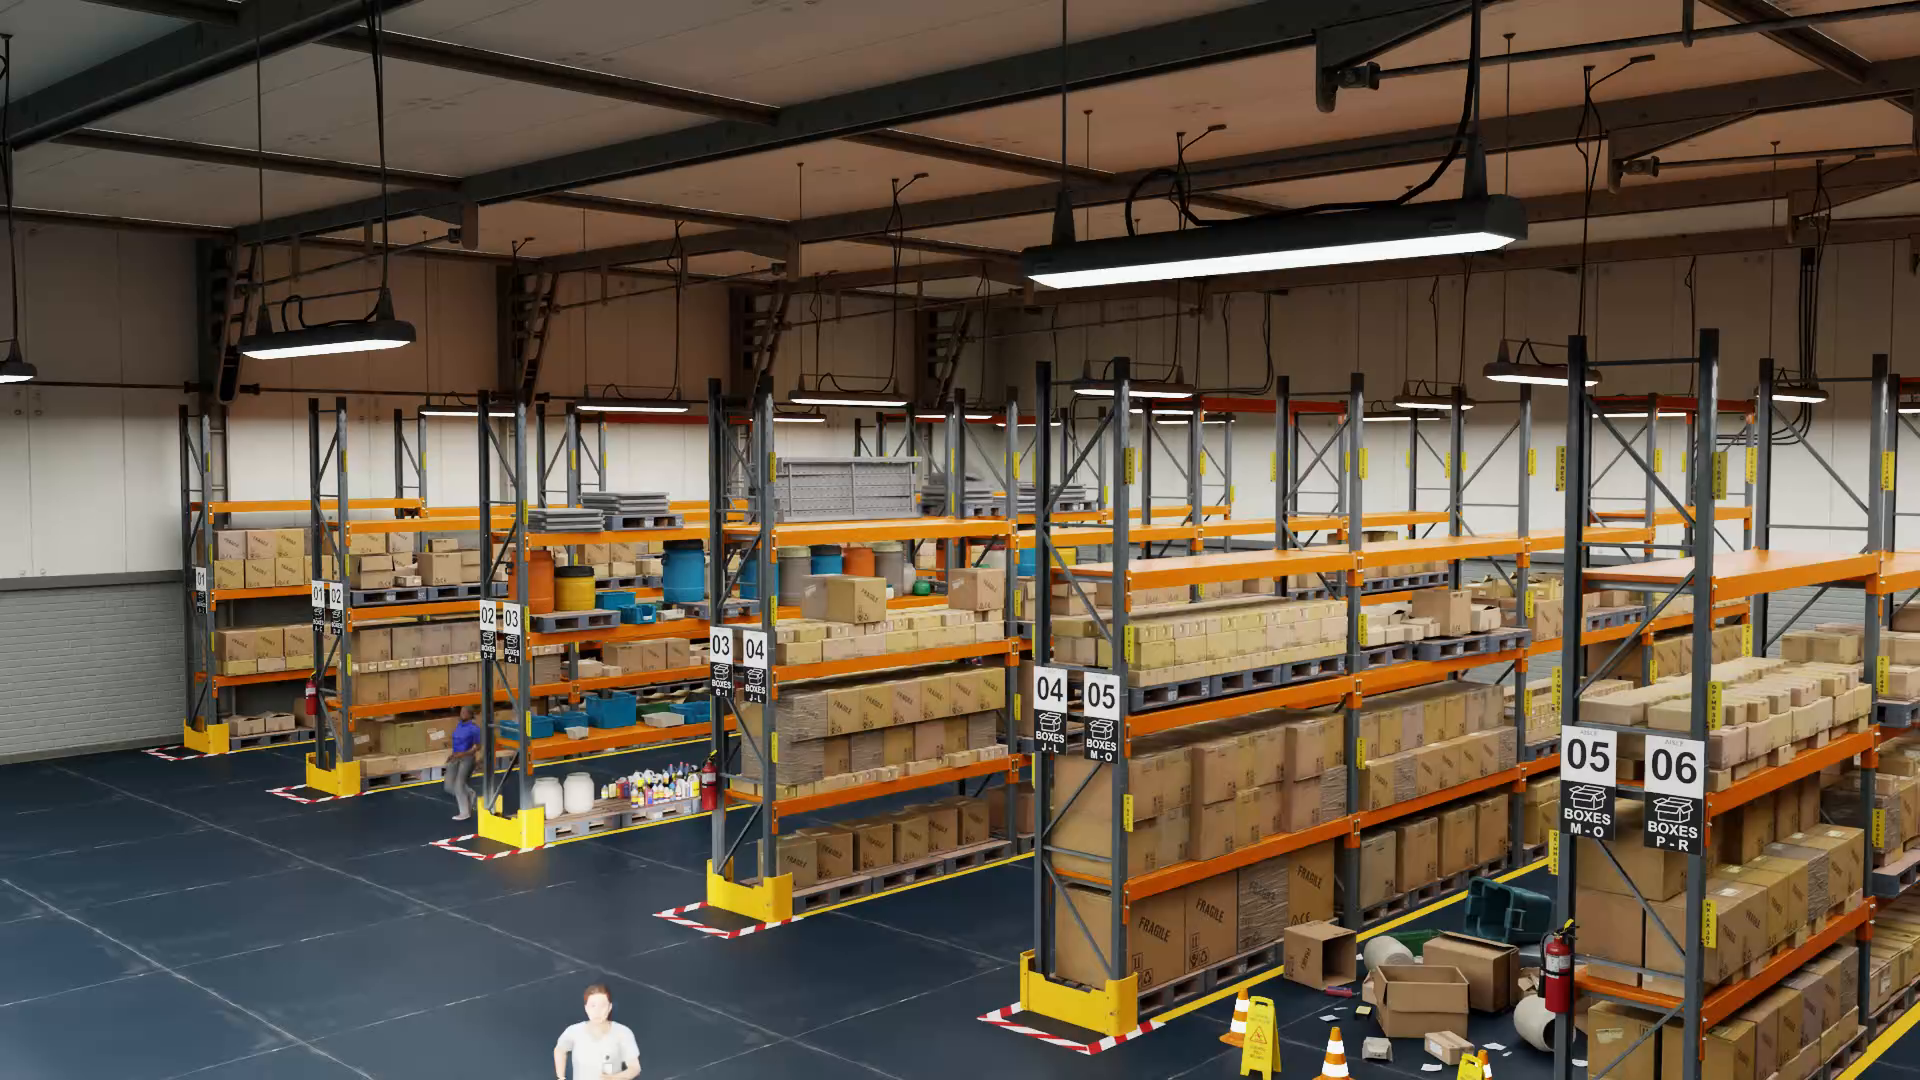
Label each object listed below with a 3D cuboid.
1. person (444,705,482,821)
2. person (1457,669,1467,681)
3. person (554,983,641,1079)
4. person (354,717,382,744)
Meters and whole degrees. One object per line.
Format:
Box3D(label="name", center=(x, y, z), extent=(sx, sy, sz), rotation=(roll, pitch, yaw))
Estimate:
Box3D(label="person", center=(-6.993, 3.128, 23.410), extent=(0.564, 1.599, 0.535), rotation=(2, 4, 34))
Box3D(label="person", center=(8.218, 2.893, 27.361), extent=(0.625, 1.704, 0.839), rotation=(3, 4, 44))
Box3D(label="person", center=(-2.362, 3.747, 10.847), extent=(0.550, 1.682, 0.879), rotation=(-1, 3, -13))
Box3D(label="person", center=(-9.818, 2.852, 27.236), extent=(0.712, 1.737, 0.920), rotation=(2, 4, 36))
